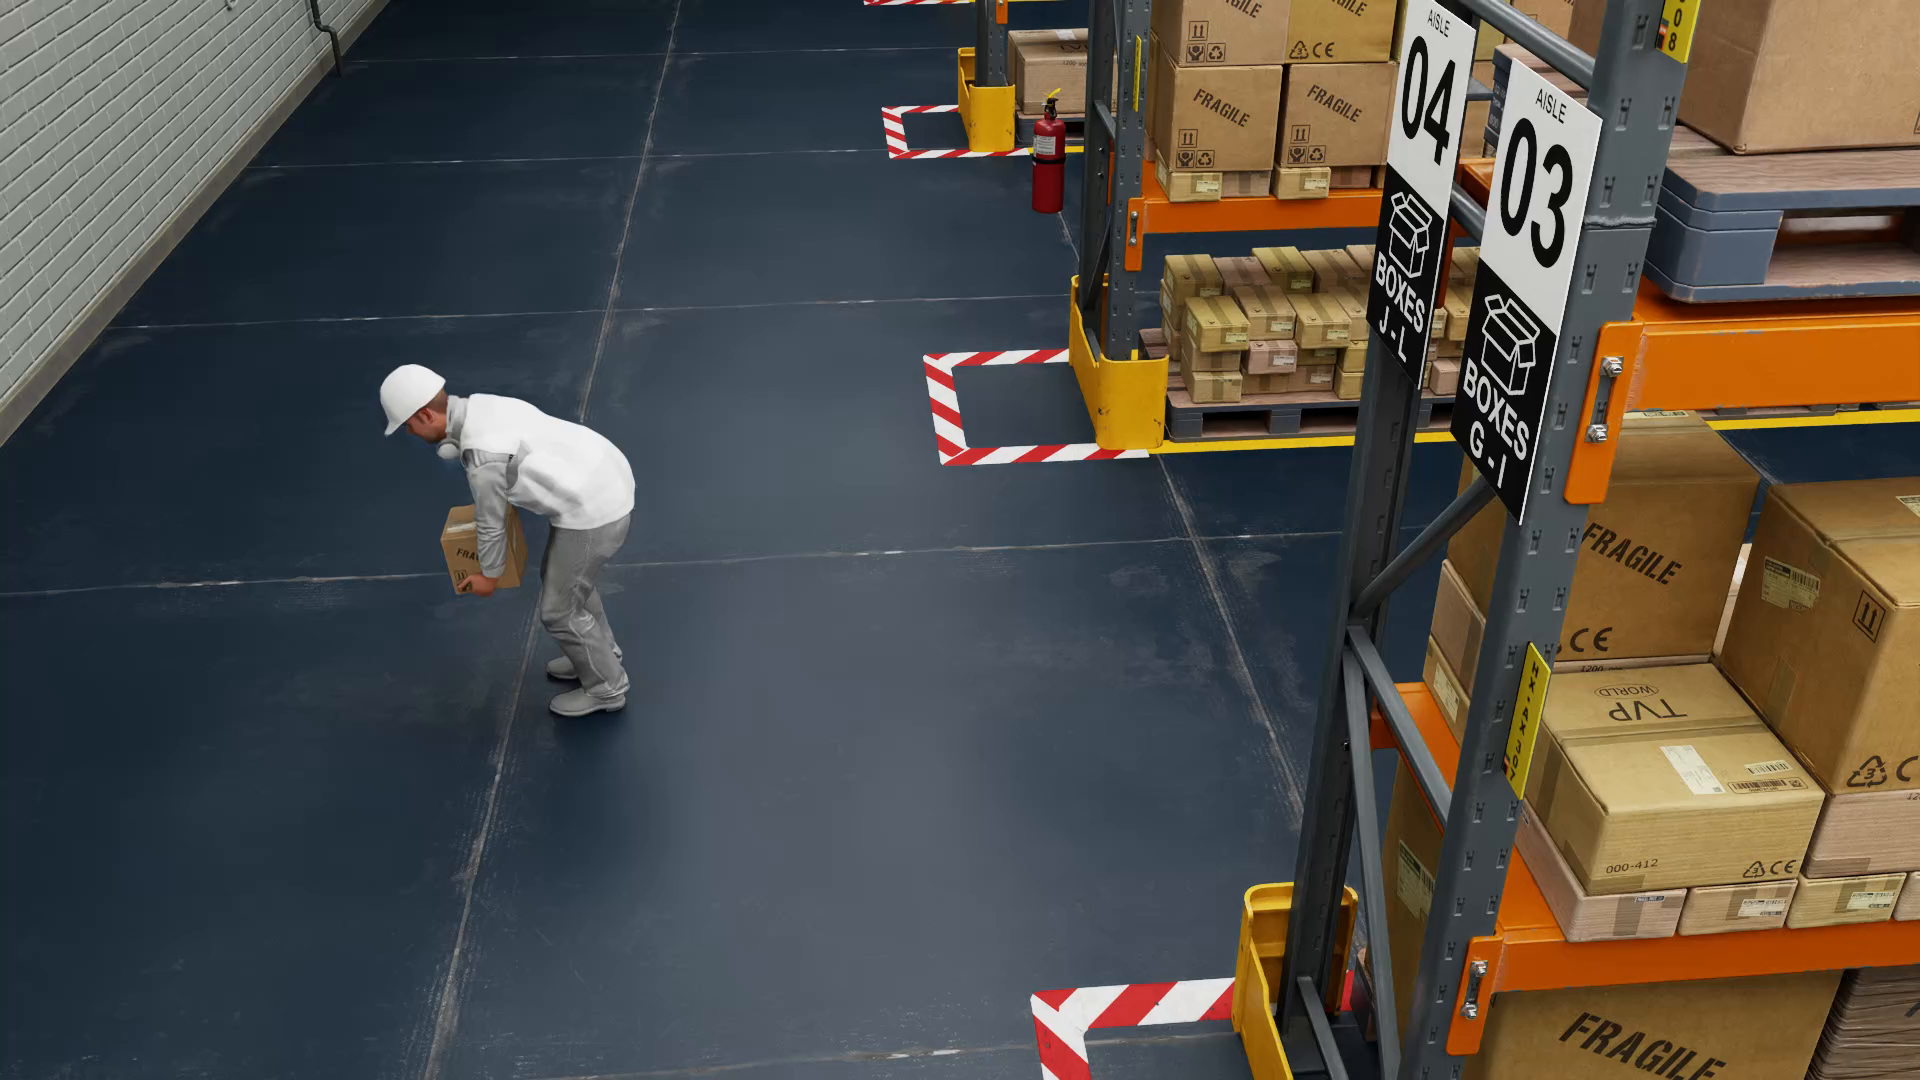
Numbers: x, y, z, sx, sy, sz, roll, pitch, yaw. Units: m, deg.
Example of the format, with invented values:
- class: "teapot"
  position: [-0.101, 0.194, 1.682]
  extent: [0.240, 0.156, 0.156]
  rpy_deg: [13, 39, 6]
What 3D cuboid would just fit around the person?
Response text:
- class: "person"
  position: [-1.679, -0.010, 6.417]
  extent: [0.870, 1.475, 0.467]
  rpy_deg: [-4, 31, -6]
